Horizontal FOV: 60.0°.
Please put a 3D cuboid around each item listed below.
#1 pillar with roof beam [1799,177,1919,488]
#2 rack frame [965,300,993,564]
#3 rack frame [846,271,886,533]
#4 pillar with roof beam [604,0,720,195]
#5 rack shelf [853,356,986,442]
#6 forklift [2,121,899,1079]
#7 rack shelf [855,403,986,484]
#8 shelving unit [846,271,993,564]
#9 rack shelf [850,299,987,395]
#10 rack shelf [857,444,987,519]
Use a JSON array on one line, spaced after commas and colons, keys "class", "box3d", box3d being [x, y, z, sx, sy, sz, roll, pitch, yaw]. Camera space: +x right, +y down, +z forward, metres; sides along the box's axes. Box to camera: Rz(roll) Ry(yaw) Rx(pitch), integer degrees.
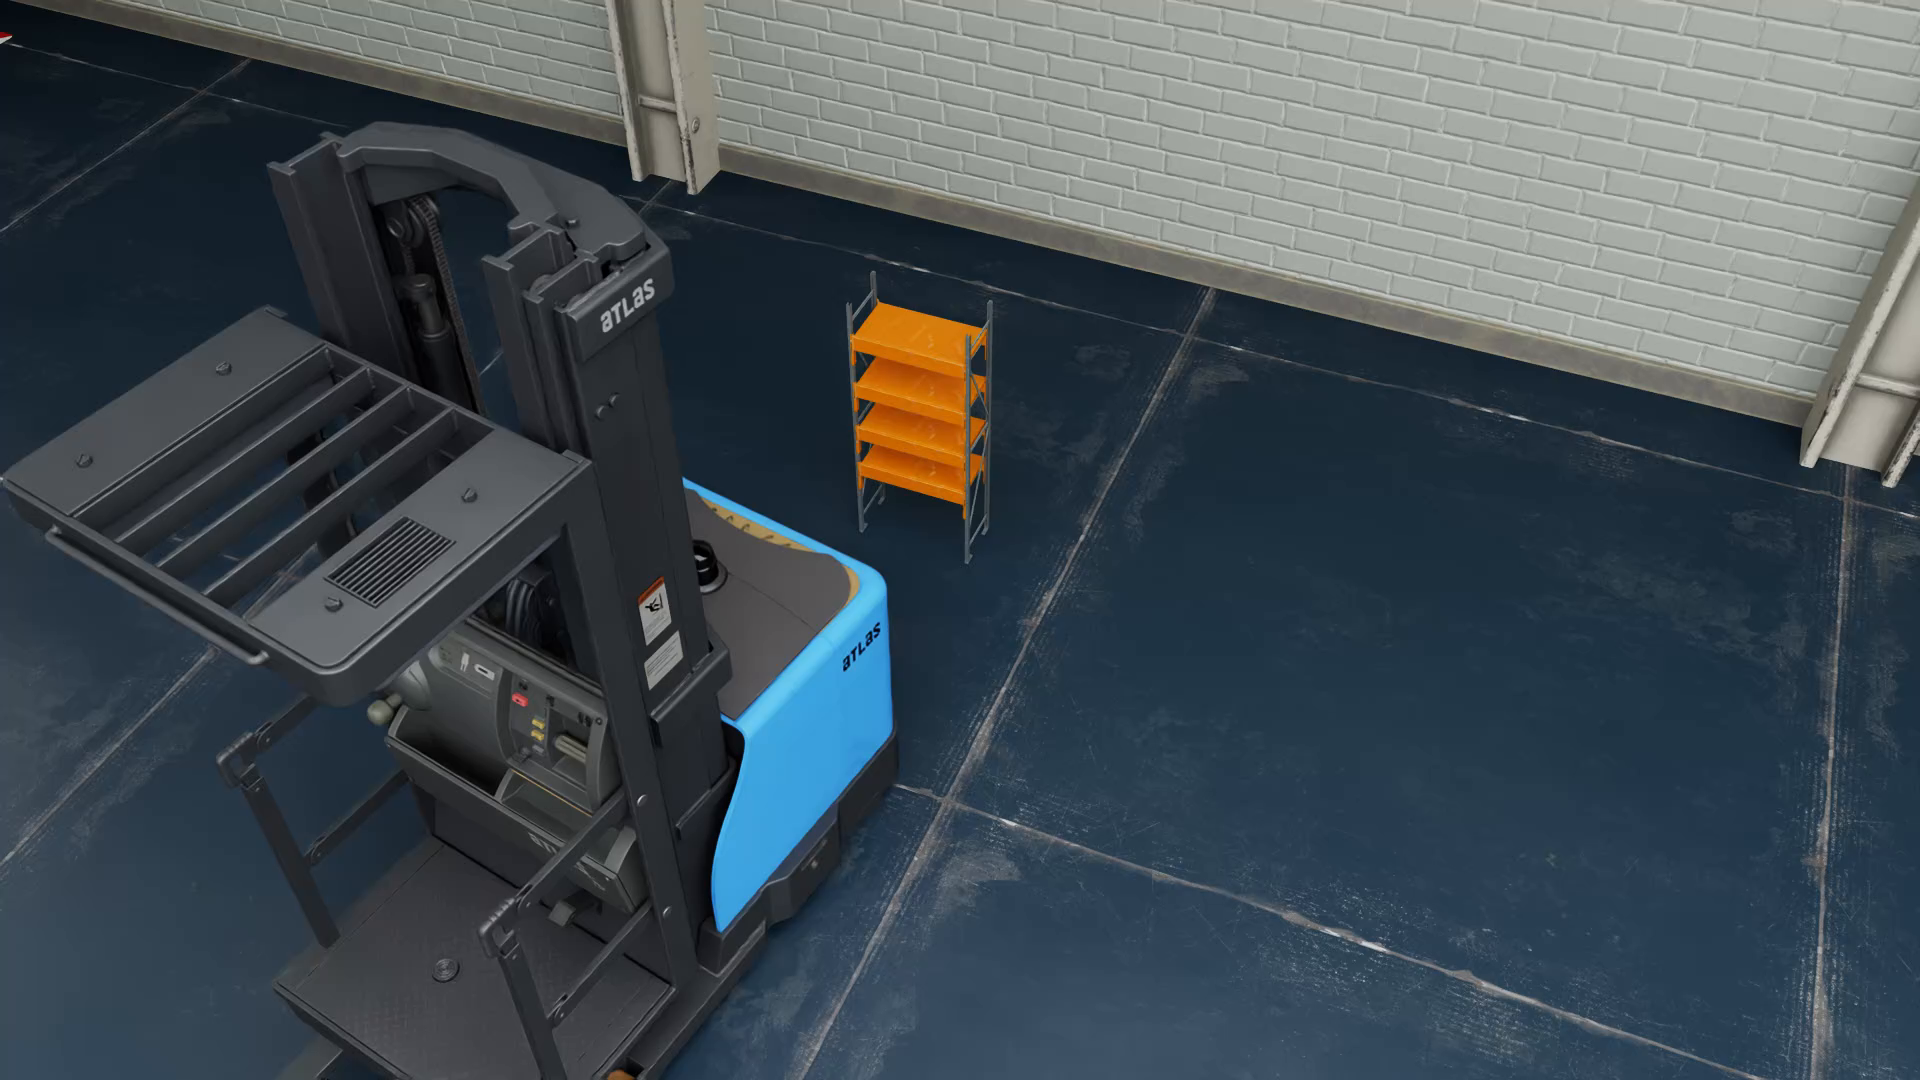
[{"class": "pillar with roof beam", "box3d": [2.334, -0.770, 1.482, 0.400, 9.000, 9.100, 16, 47, 16]}, {"class": "rack frame", "box3d": [0.072, -0.404, 6.644, 0.015, 1.200, 0.240, 16, 47, 16]}, {"class": "rack frame", "box3d": [-0.378, -0.537, 6.777, 0.015, 1.200, 0.240, 16, 47, 16]}, {"class": "pillar with roof beam", "box3d": [-3.203, -2.399, 3.120, 0.400, 9.000, 9.100, 16, 47, 16]}, {"class": "rack shelf", "box3d": [-0.153, -0.581, 6.601, 0.480, 0.148, 0.258, 16, 47, 16]}, {"class": "forklift", "box3d": [-1.447, 0.524, 4.484, 1.130, 2.935, 3.031, 25, 50, 23]}, {"class": "rack shelf", "box3d": [-0.153, -0.423, 6.758, 0.480, 0.148, 0.258, 16, 47, 16]}, {"class": "shelving unit", "box3d": [-0.153, -0.470, 6.711, 0.503, 1.200, 0.258, 16, 47, 16]}, {"class": "rack shelf", "box3d": [-0.153, -0.749, 6.434, 0.480, 0.148, 0.258, 16, 47, 16]}, {"class": "rack shelf", "box3d": [-0.153, -0.282, 6.898, 0.480, 0.148, 0.258, 16, 47, 16]}]
